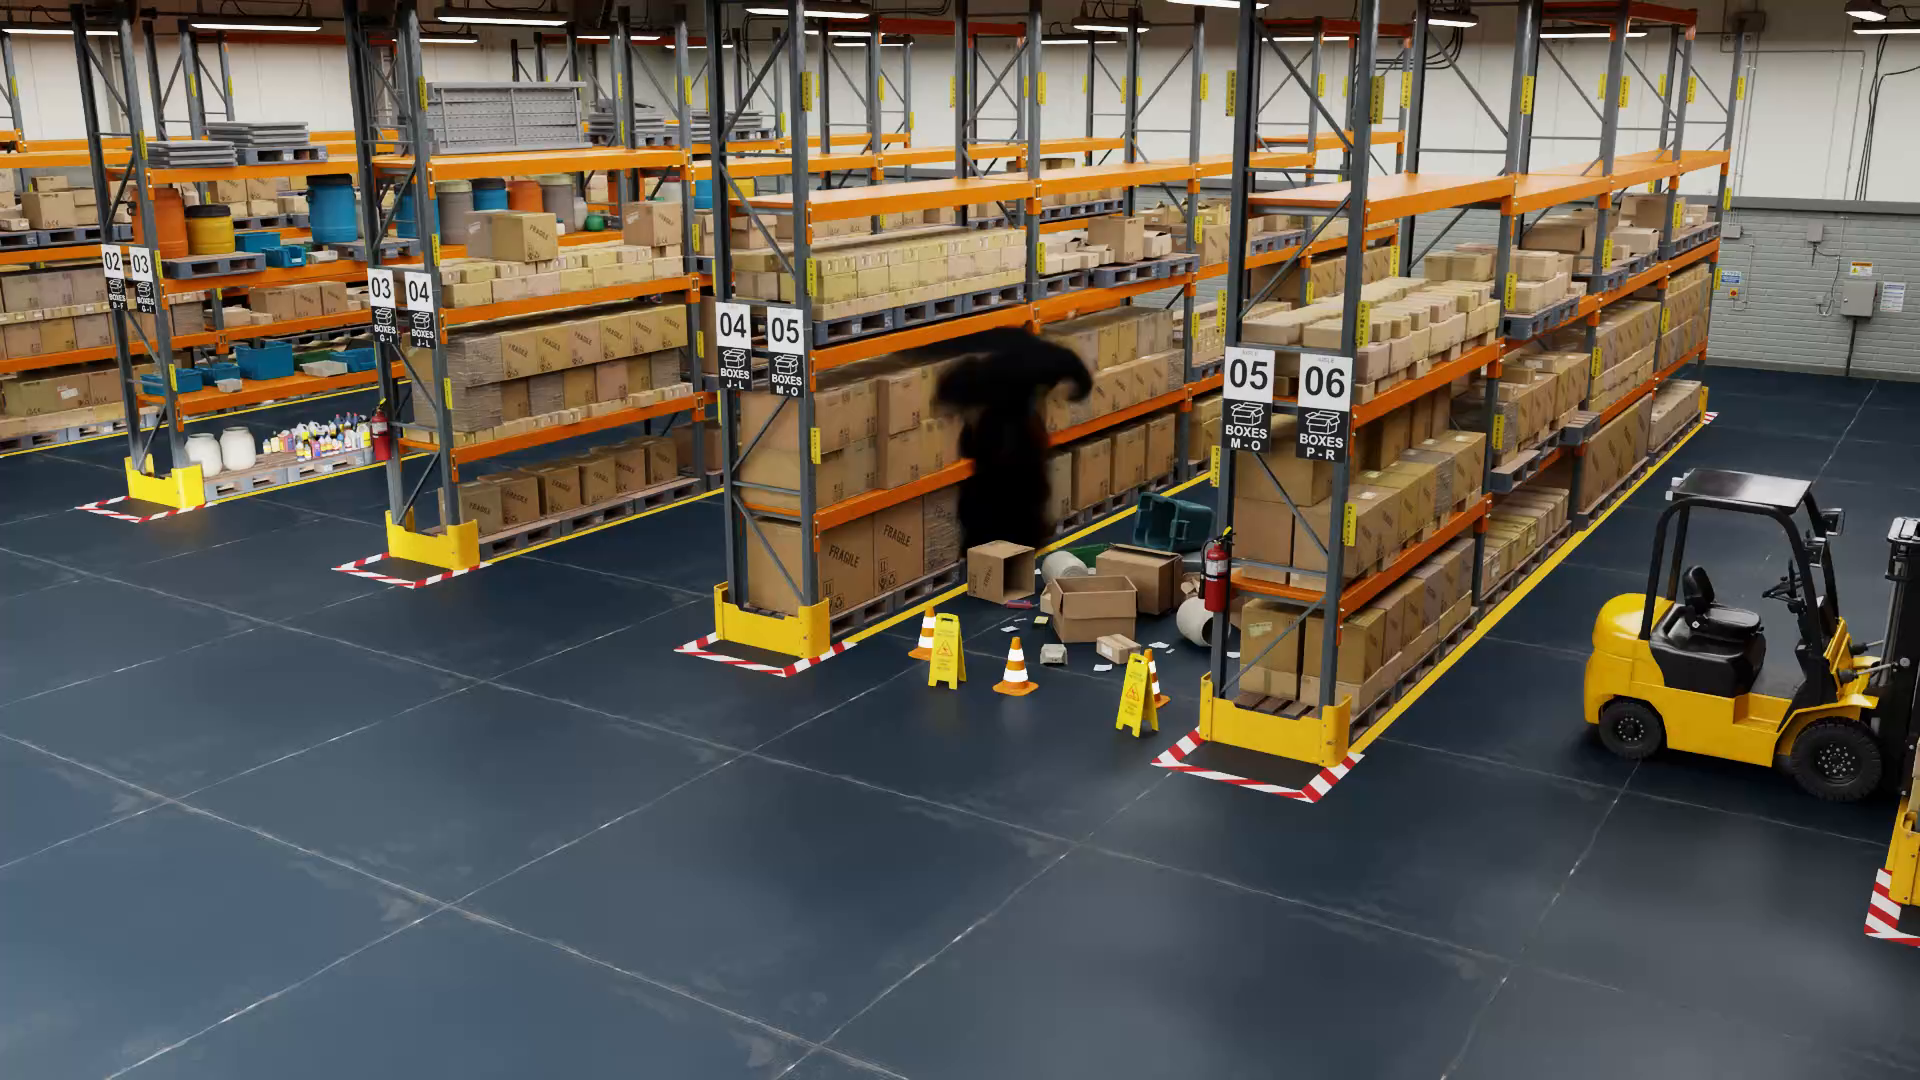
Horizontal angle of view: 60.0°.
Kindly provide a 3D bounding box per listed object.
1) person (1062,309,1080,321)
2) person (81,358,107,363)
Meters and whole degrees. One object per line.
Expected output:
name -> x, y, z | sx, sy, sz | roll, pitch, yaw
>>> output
person -> 1.755, -2.960, 26.745 | 0.543, 1.689, 0.704 | 7, 17, 24
person -> -14.328, -3.102, 27.447 | 0.741, 1.588, 0.879 | 0, 16, 1
